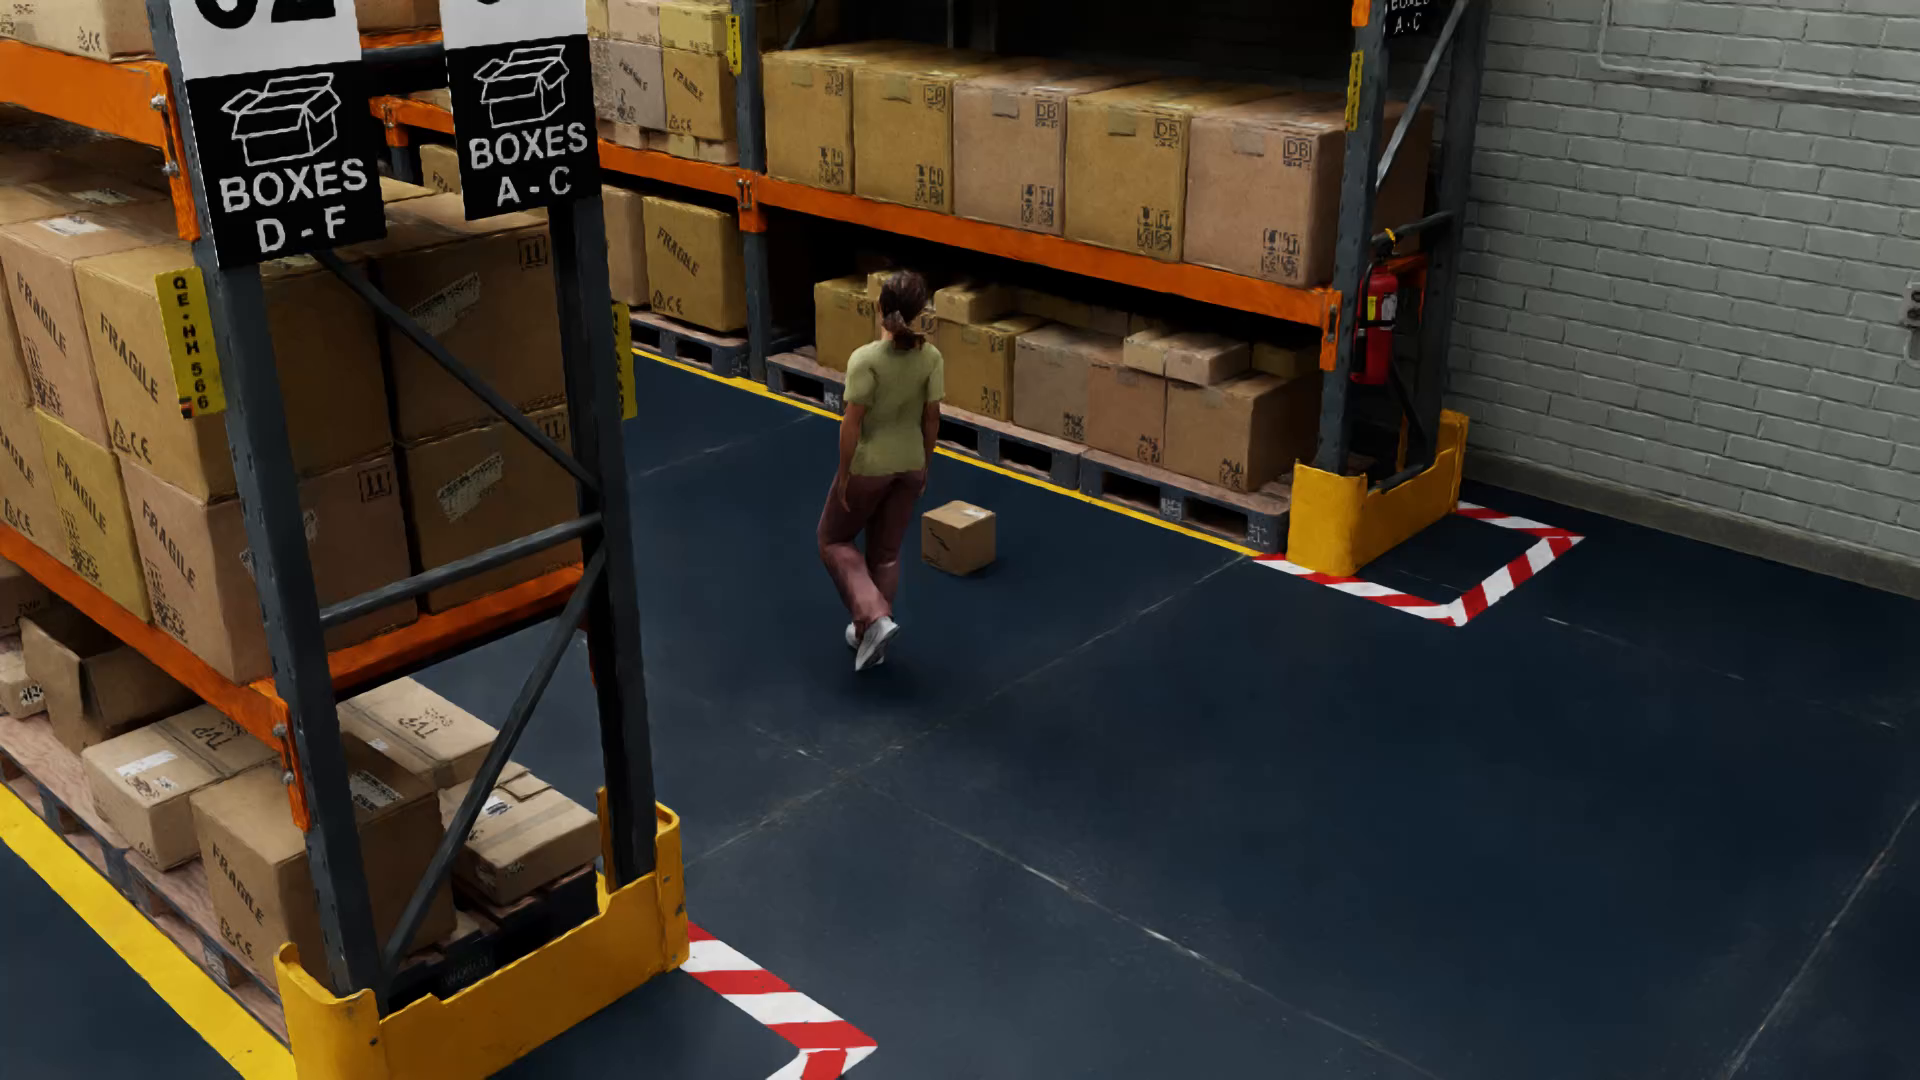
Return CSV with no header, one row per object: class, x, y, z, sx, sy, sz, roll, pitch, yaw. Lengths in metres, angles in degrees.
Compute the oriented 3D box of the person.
person,-0.289,-0.258,6.652,0.474,1.653,0.547,-13,27,-27
